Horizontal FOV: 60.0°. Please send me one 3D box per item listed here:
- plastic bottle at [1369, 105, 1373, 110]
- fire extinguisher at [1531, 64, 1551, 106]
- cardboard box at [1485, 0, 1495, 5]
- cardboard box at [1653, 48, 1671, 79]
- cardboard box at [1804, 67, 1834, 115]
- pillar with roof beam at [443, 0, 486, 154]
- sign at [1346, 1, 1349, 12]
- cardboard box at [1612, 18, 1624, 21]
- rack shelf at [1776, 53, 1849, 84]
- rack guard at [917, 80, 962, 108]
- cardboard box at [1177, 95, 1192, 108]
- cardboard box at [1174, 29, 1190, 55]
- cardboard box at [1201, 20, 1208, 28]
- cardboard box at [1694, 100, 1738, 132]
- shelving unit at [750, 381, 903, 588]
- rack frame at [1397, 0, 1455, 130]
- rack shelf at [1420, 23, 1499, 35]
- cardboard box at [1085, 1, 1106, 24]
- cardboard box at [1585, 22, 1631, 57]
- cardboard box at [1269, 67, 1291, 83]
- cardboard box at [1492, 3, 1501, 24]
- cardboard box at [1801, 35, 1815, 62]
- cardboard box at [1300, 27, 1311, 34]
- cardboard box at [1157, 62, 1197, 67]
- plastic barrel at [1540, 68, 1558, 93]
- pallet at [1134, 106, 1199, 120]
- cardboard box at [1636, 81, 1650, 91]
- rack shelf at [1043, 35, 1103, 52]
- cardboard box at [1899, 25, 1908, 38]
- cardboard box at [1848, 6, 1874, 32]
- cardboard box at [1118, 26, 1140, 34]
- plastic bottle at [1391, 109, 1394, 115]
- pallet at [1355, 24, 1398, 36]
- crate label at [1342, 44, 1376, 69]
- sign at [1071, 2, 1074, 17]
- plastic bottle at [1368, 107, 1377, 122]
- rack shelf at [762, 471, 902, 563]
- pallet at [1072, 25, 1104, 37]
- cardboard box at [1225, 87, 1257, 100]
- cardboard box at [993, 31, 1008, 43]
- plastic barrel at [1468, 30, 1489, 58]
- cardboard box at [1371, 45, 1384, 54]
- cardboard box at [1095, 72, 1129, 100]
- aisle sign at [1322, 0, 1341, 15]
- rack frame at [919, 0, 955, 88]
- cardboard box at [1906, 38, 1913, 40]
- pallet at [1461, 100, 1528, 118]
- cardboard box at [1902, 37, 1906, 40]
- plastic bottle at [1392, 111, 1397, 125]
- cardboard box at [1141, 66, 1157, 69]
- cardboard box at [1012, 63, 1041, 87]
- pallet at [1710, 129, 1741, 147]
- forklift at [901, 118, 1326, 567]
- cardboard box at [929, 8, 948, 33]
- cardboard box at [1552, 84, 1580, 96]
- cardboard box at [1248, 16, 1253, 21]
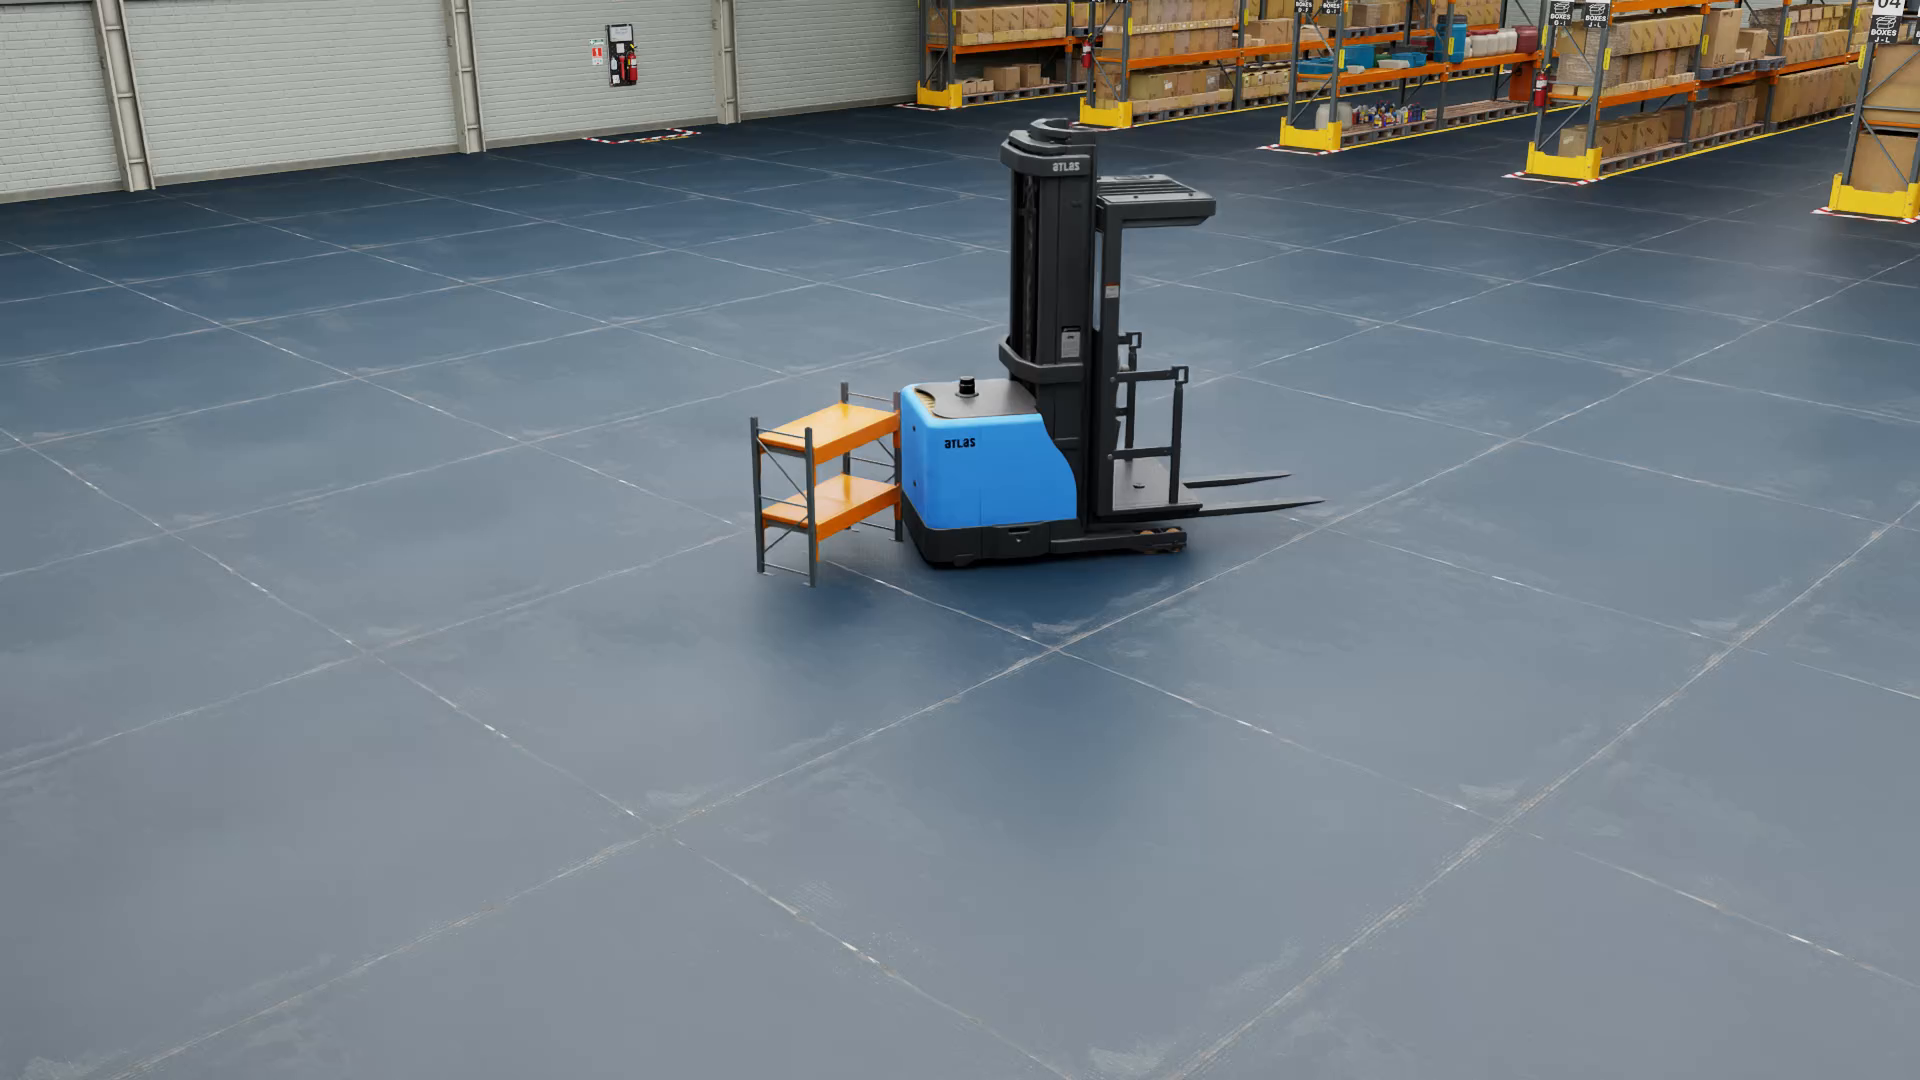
[{"bbox_3d":[8.232,-8.577,33.381,0.133,0.283,0.061,-19,28,-40],"label":"plastic bottle"},{"bbox_3d":[9.718,-7.605,27.789,0.296,0.674,0.183,19,28,41],"label":"fire extinguisher"},{"bbox_3d":[13.729,-14.349,43.693,0.500,0.500,0.500,-19,28,-41],"label":"cardboard box"},{"bbox_3d":[11.909,-8.396,29.183,0.875,0.500,0.500,19,28,41],"label":"cardboard box"},{"bbox_3d":[17.444,-9.445,34.843,1.225,0.875,0.875,18,27,39],"label":"cardboard box"},{"bbox_3d":[-5.937,-10.309,26.354,9.100,9.000,0.400,19,28,41],"label":"pillar with roof beam"},{"bbox_3d":[9.013,-12.495,38.788,0.100,0.325,0.005,19,28,41],"label":"sign"},{"bbox_3d":[11.030,-8.669,28.500,0.500,0.500,0.500,19,28,41],"label":"cardboard box"},{"bbox_3d":[17.104,-9.790,34.368,1.077,0.370,4.000,19,28,41],"label":"rack shelf"},{"bbox_3d":[-0.466,-10.128,37.727,1.175,0.500,0.348,19,28,41],"label":"rack guard"},{"bbox_3d":[4.614,-9.416,35.638,0.500,0.250,0.500,19,28,41],"label":"cardboard box"},{"bbox_3d":[4.445,-10.598,35.327,0.500,0.500,0.700,-19,28,-40],"label":"cardboard box"},{"bbox_3d":[5.076,-11.029,35.545,0.380,0.149,0.250,19,28,40],"label":"cardboard box"},{"bbox_3d":[14.487,-8.180,32.047,0.500,0.500,0.700,-17,27,-38],"label":"cardboard box"},{"bbox_3d":[-0.907,-0.405,11.561,0.538,1.125,1.048,13,25,30],"label":"shelving unit"},{"bbox_3d":[9.369,-9.823,33.452,1.000,3.000,0.127,19,28,41],"label":"rack frame"},{"bbox_3d":[12.799,-13.299,43.496,1.077,0.370,4.000,19,28,41],"label":"rack shelf"},{"bbox_3d":[3.483,-12.996,40.954,0.500,0.500,0.700,-16,26,-35],"label":"cardboard box"},{"bbox_3d":[10.707,-8.281,27.491,0.500,0.500,0.500,19,28,41],"label":"cardboard box"},{"bbox_3d":[7.361,-10.678,38.140,0.500,0.311,0.500,-19,28,-41],"label":"cardboard box"},{"bbox_3d":[14.077,-14.012,44.210,0.500,0.500,0.500,-19,28,-40],"label":"cardboard box"},{"bbox_3d":[16.956,-9.981,33.723,0.500,0.500,0.500,19,28,40],"label":"cardboard box"},{"bbox_3d":[7.851,-11.869,38.899,0.500,0.311,0.500,19,28,40],"label":"cardboard box"},{"bbox_3d":[5.669,-12.680,43.295,0.750,0.750,0.750,19,28,40],"label":"cardboard box"},{"bbox_3d":[13.277,-10.342,37.578,0.600,0.588,0.708,19,28,41],"label":"plastic barrel"},{"bbox_3d":[4.387,-9.254,35.855,1.003,0.211,1.213,19,28,41],"label":"pallet"},{"bbox_3d":[11.613,-7.813,28.572,0.380,0.149,0.250,19,28,41],"label":"cardboard box"},{"bbox_3d":[3.666,-12.481,41.369,1.077,0.370,4.000,19,28,41],"label":"rack shelf"},{"bbox_3d":[21.141,-11.546,37.728,0.500,0.250,0.500,19,28,40],"label":"cardboard box"},{"bbox_3d":[19.365,-11.243,35.894,0.500,0.500,0.500,19,28,41],"label":"cardboard box"},{"bbox_3d":[3.461,-10.432,33.992,0.380,0.149,0.250,19,28,40],"label":"cardboard box"},{"bbox_3d":[8.575,-8.377,32.860,0.061,0.283,0.133,19,28,41],"label":"plastic bottle"},{"bbox_3d":[9.967,-12.504,40.693,1.003,0.211,1.213,19,28,41],"label":"pallet"},{"bbox_3d":[7.669,-9.353,32.177,0.502,0.435,0.616,19,28,41],"label":"crate label"},{"bbox_3d":[2.665,-12.573,39.399,0.100,0.325,0.005,19,28,41],"label":"sign"},{"bbox_3d":[8.204,-8.465,33.102,0.152,0.276,0.135,19,28,41],"label":"plastic bottle"},{"bbox_3d":[-0.907,-0.177,11.649,0.538,0.278,1.000,13,25,30],"label":"rack shelf"},{"bbox_3d":[2.909,-12.374,40.354,1.003,0.211,1.213,19,28,41],"label":"pallet"},{"bbox_3d":[6.282,-10.018,37.206,0.500,0.250,0.500,18,28,39],"label":"cardboard box"},{"bbox_3d":[0.760,-11.527,38.064,0.500,0.250,0.500,19,28,40],"label":"cardboard box"},{"bbox_3d":[10.706,-10.267,34.415,0.433,0.535,0.433,0,21,0],"label":"plastic barrel"},{"bbox_3d":[10.194,-12.189,41.431,0.500,0.250,0.500,19,28,41],"label":"cardboard box"},{"bbox_3d":[3.194,-9.511,34.840,0.500,0.500,0.500,19,28,41],"label":"cardboard box"},{"bbox_3d":[6.739,-9.917,30.071,0.394,0.787,0.004,19,28,41],"label":"aisle sign"},{"bbox_3d":[-0.519,-11.275,37.228,1.000,3.000,0.127,19,28,41],"label":"rack frame"},{"bbox_3d":[14.703,-7.222,24.970,0.875,0.550,0.550,19,28,41],"label":"cardboard box"},{"bbox_3d":[11.592,-9.361,36.134,1.003,0.211,1.213,19,28,41],"label":"pallet"},{"bbox_3d":[21.277,-11.377,37.844,0.250,0.149,0.380,-20,28,-41],"label":"cardboard box"},{"bbox_3d":[8.517,-8.281,32.628,0.097,0.271,0.097,0,21,0],"label":"plastic bottle"},{"bbox_3d":[4.597,-12.172,42.432,0.500,0.500,0.700,-20,29,-41],"label":"cardboard box"},{"bbox_3d":[1.576,-11.065,39.552,0.500,0.500,0.500,17,27,37],"label":"cardboard box"},{"bbox_3d":[14.311,-7.798,32.068,1.003,0.211,1.213,19,28,41],"label":"pallet"},{"bbox_3d":[1.137,-1.444,11.747,3.031,2.935,1.130,-5,22,-12],"label":"forklift"},{"bbox_3d":[-0.343,-11.739,37.570,0.500,0.500,0.500,19,28,40],"label":"cardboard box"},{"bbox_3d":[10.179,-7.563,27.921,0.380,0.149,0.250,19,28,41],"label":"cardboard box"},{"bbox_3d":[7.660,-14.023,44.700,0.250,0.149,0.380,-20,28,-41],"label":"cardboard box"}]
